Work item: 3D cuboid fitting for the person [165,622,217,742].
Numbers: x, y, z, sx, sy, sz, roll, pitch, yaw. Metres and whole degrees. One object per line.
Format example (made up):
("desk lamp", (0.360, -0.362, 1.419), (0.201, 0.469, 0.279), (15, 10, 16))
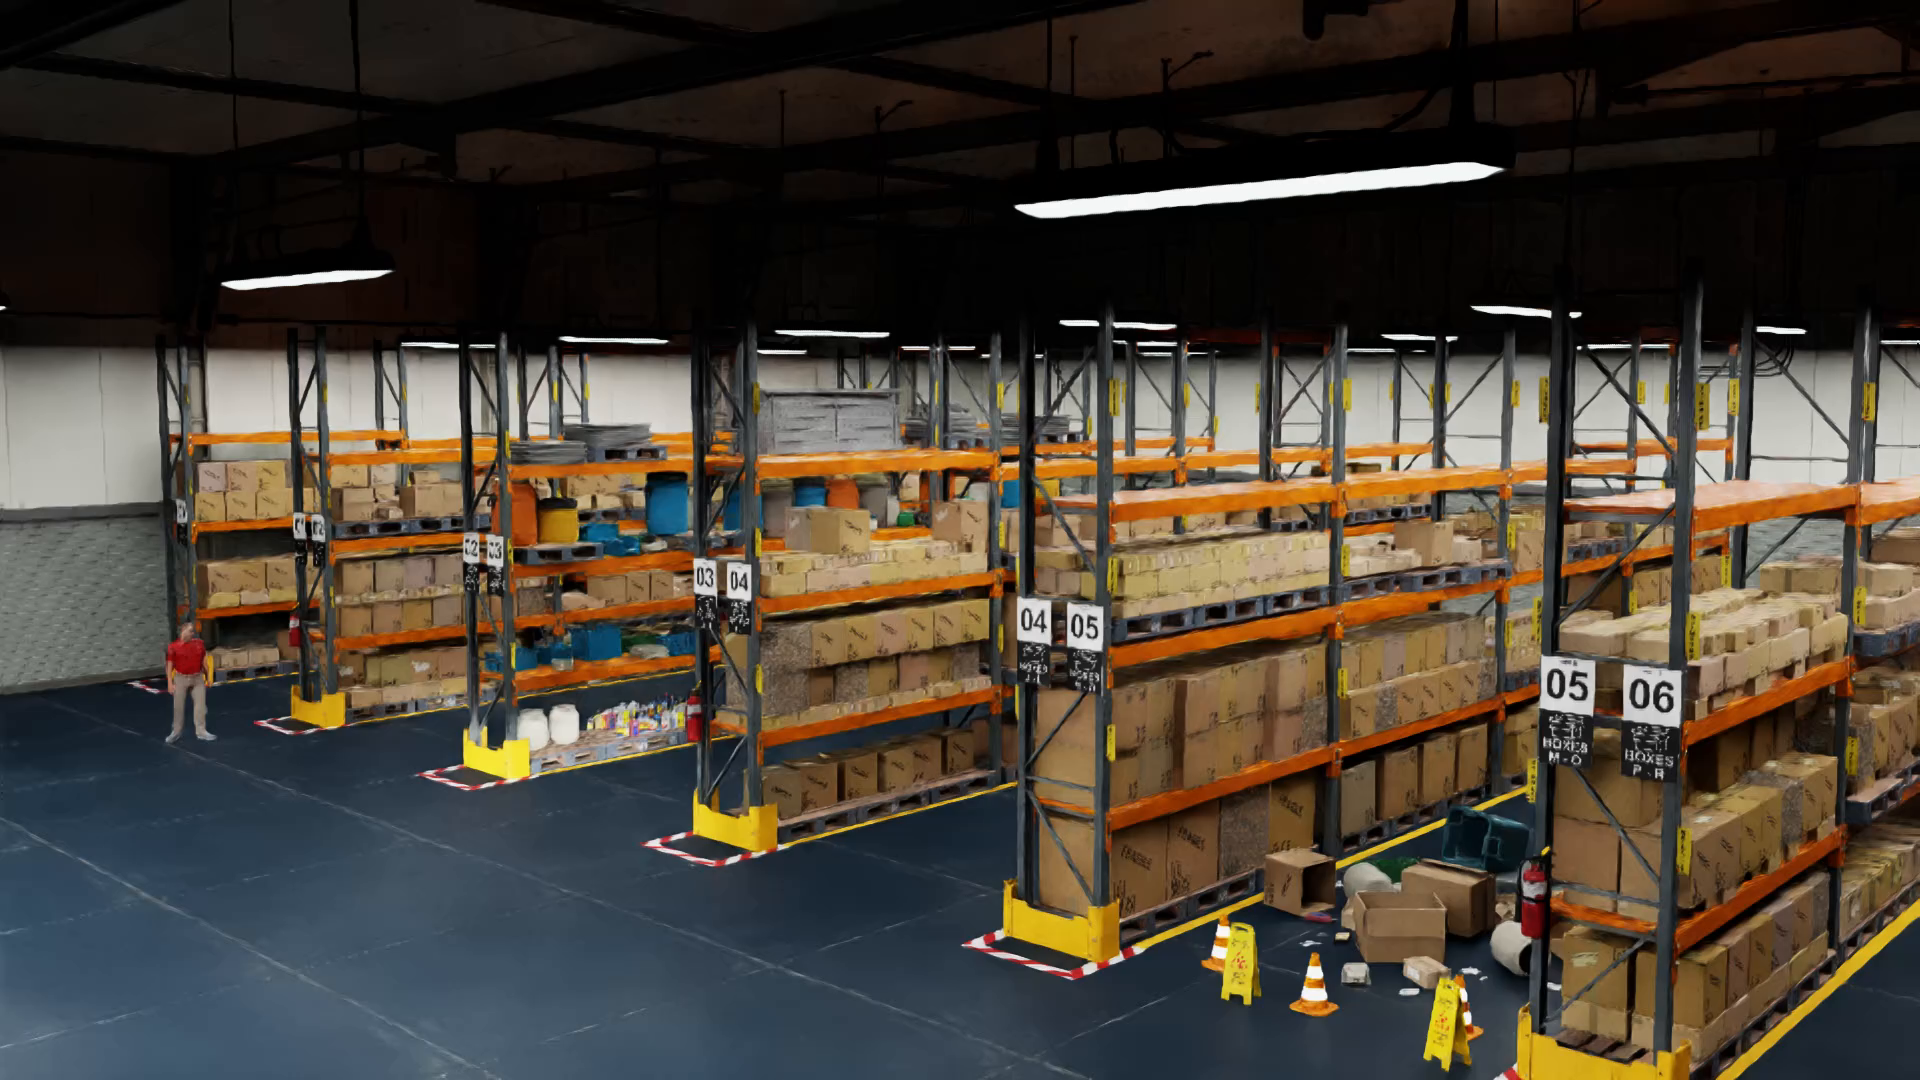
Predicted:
("person", (-11.171, 2.042, 24.036), (0.650, 1.725, 0.497), (-5, 7, -41))

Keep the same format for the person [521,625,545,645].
("person", (-8.013, 1.479, 31.294), (0.625, 1.520, 0.517), (5, 7, 41))
